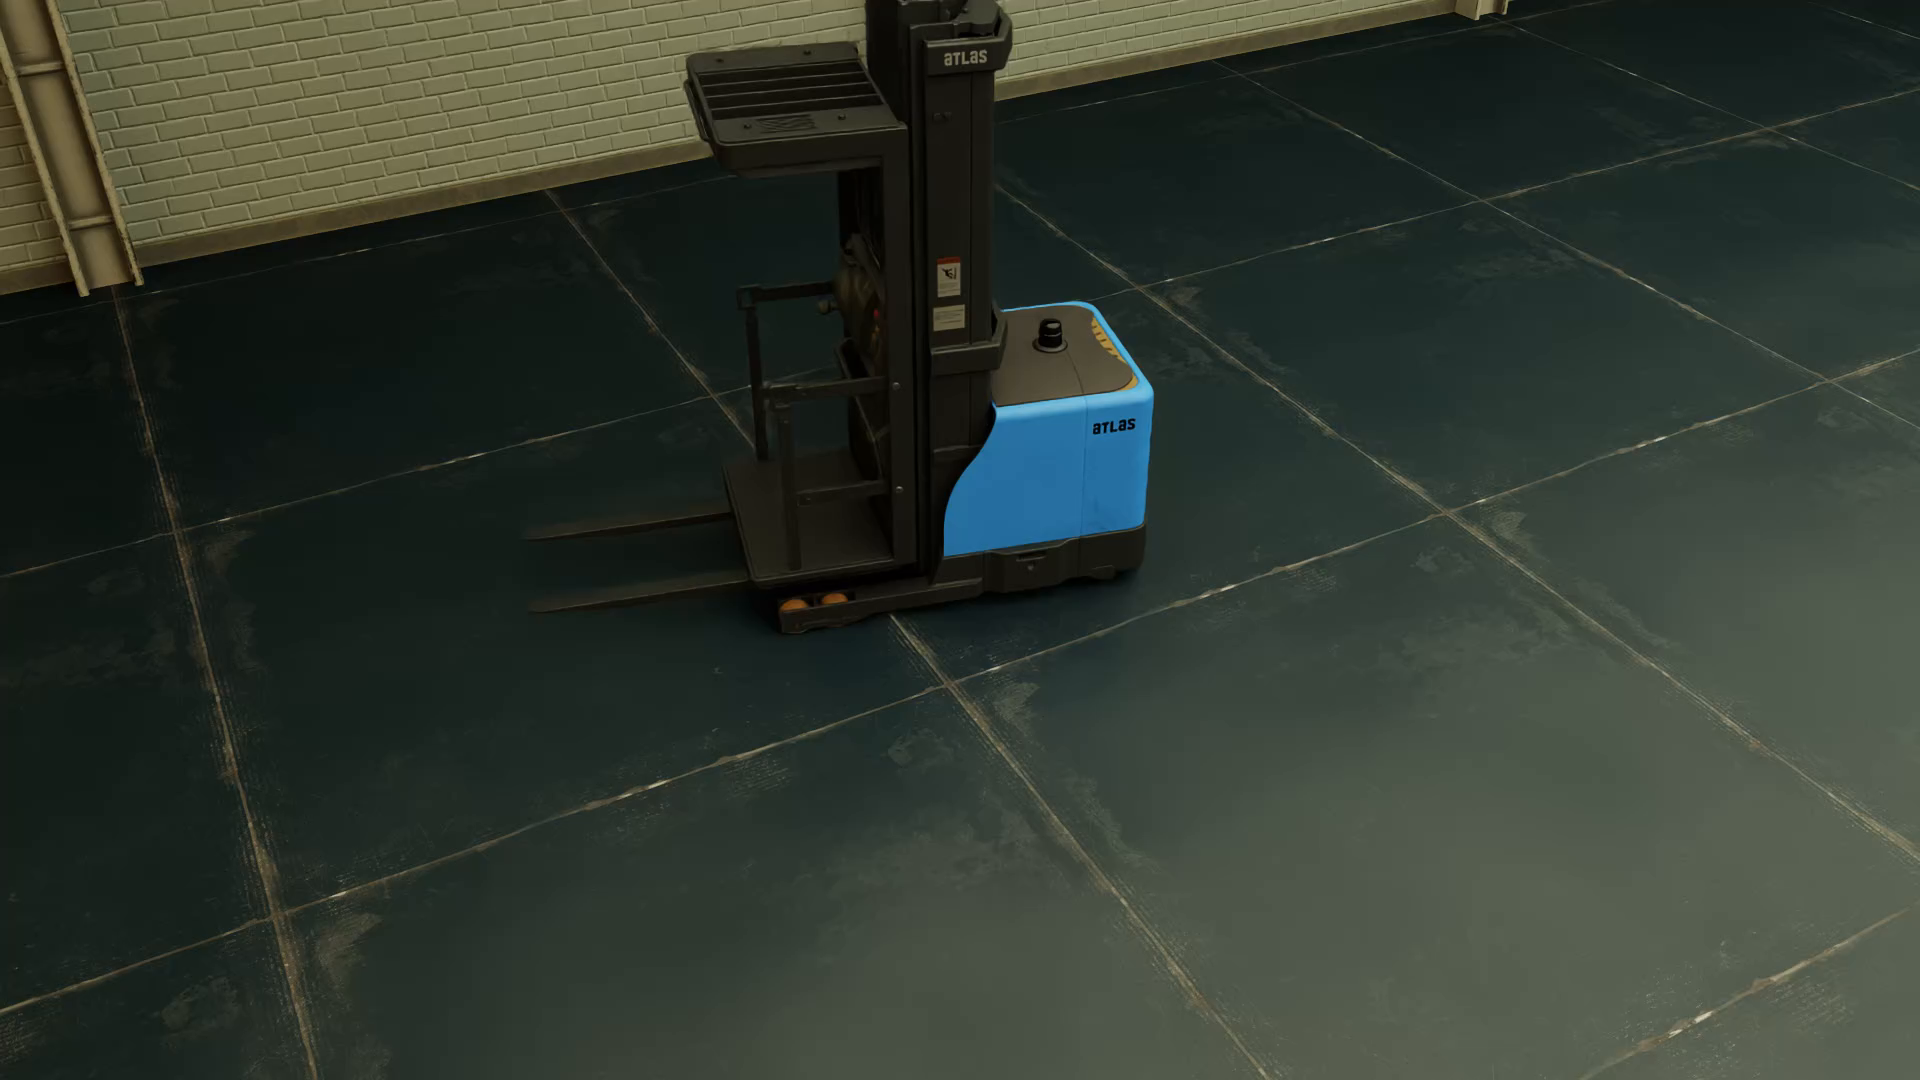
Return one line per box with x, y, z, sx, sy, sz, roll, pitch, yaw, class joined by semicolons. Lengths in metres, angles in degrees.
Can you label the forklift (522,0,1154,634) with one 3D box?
-0.645;-1.083;7.654;3.031;2.935;1.130;-8;36;-12;forklift
